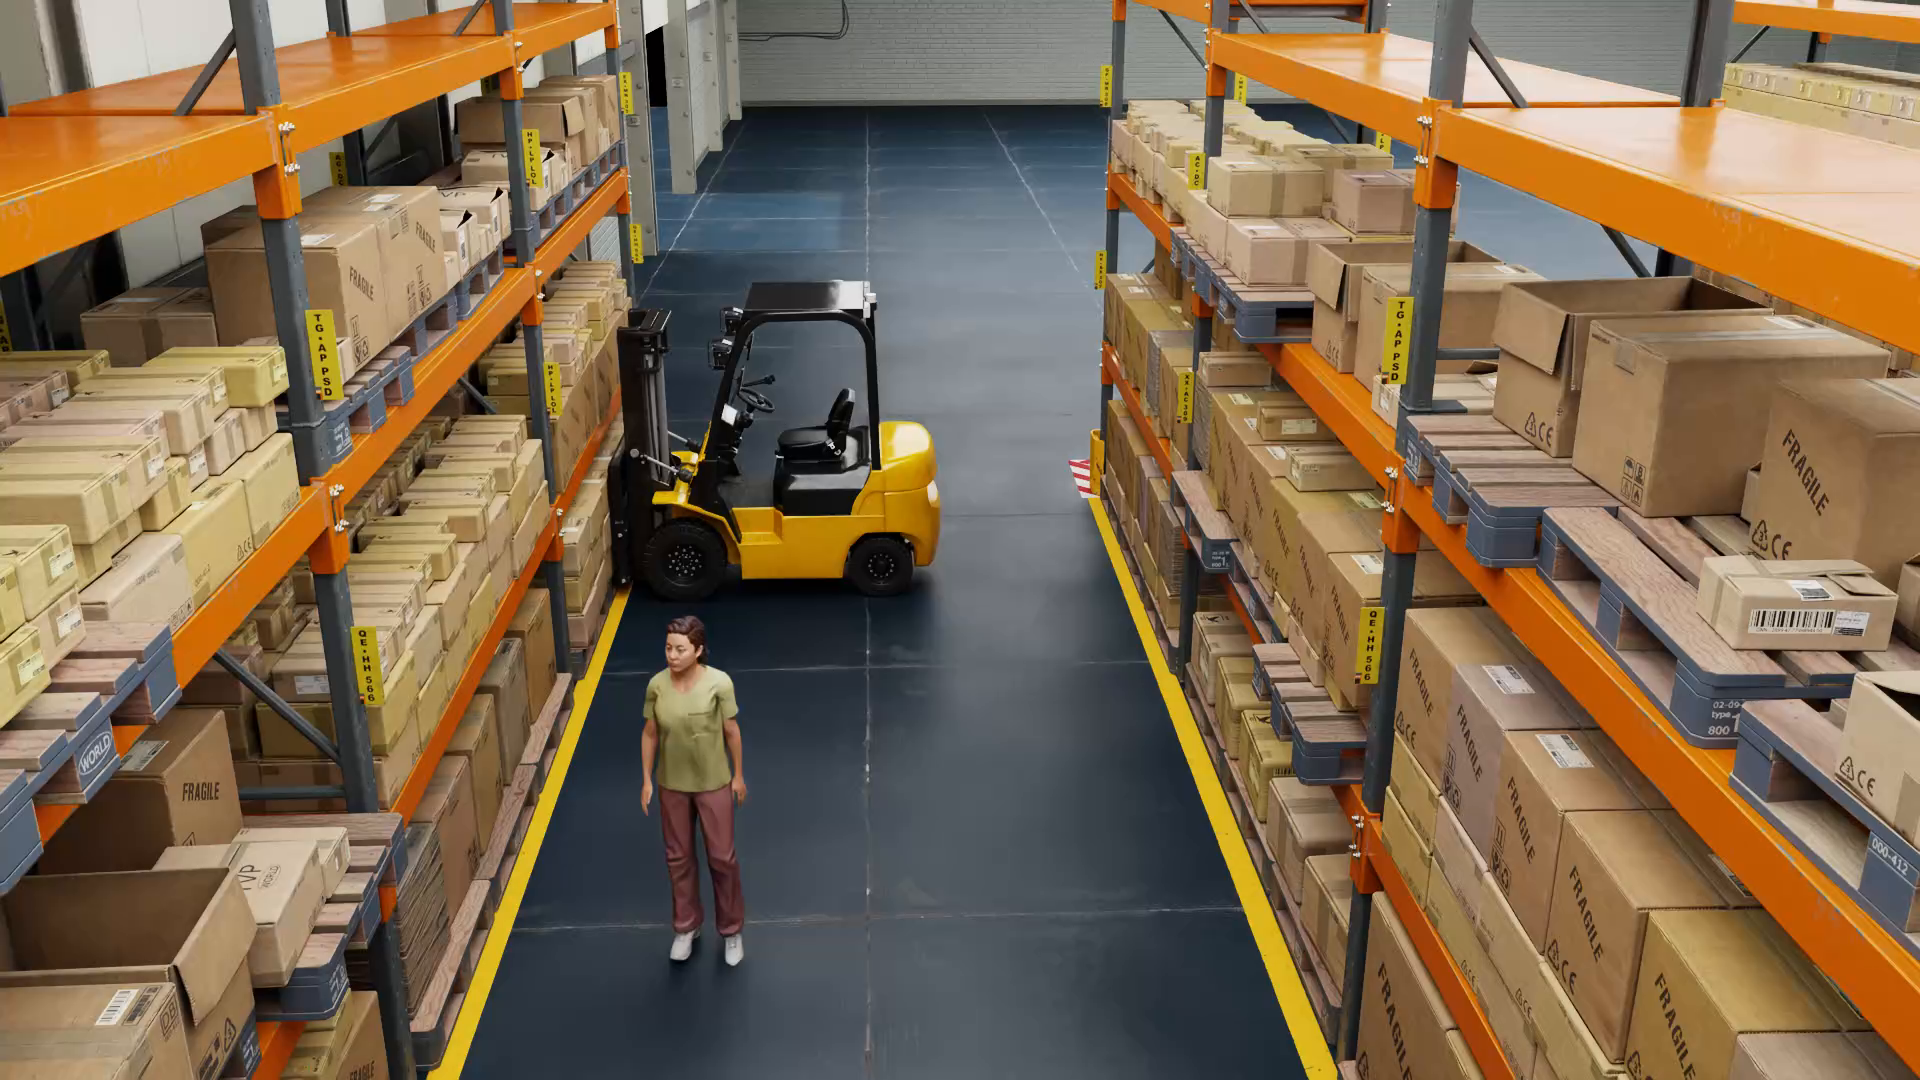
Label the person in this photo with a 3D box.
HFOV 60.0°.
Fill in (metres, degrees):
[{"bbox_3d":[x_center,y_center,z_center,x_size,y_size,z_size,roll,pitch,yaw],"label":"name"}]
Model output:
[{"bbox_3d":[-1.272,1.196,7.882,0.484,1.732,0.466,3,21,7],"label":"person"}]
